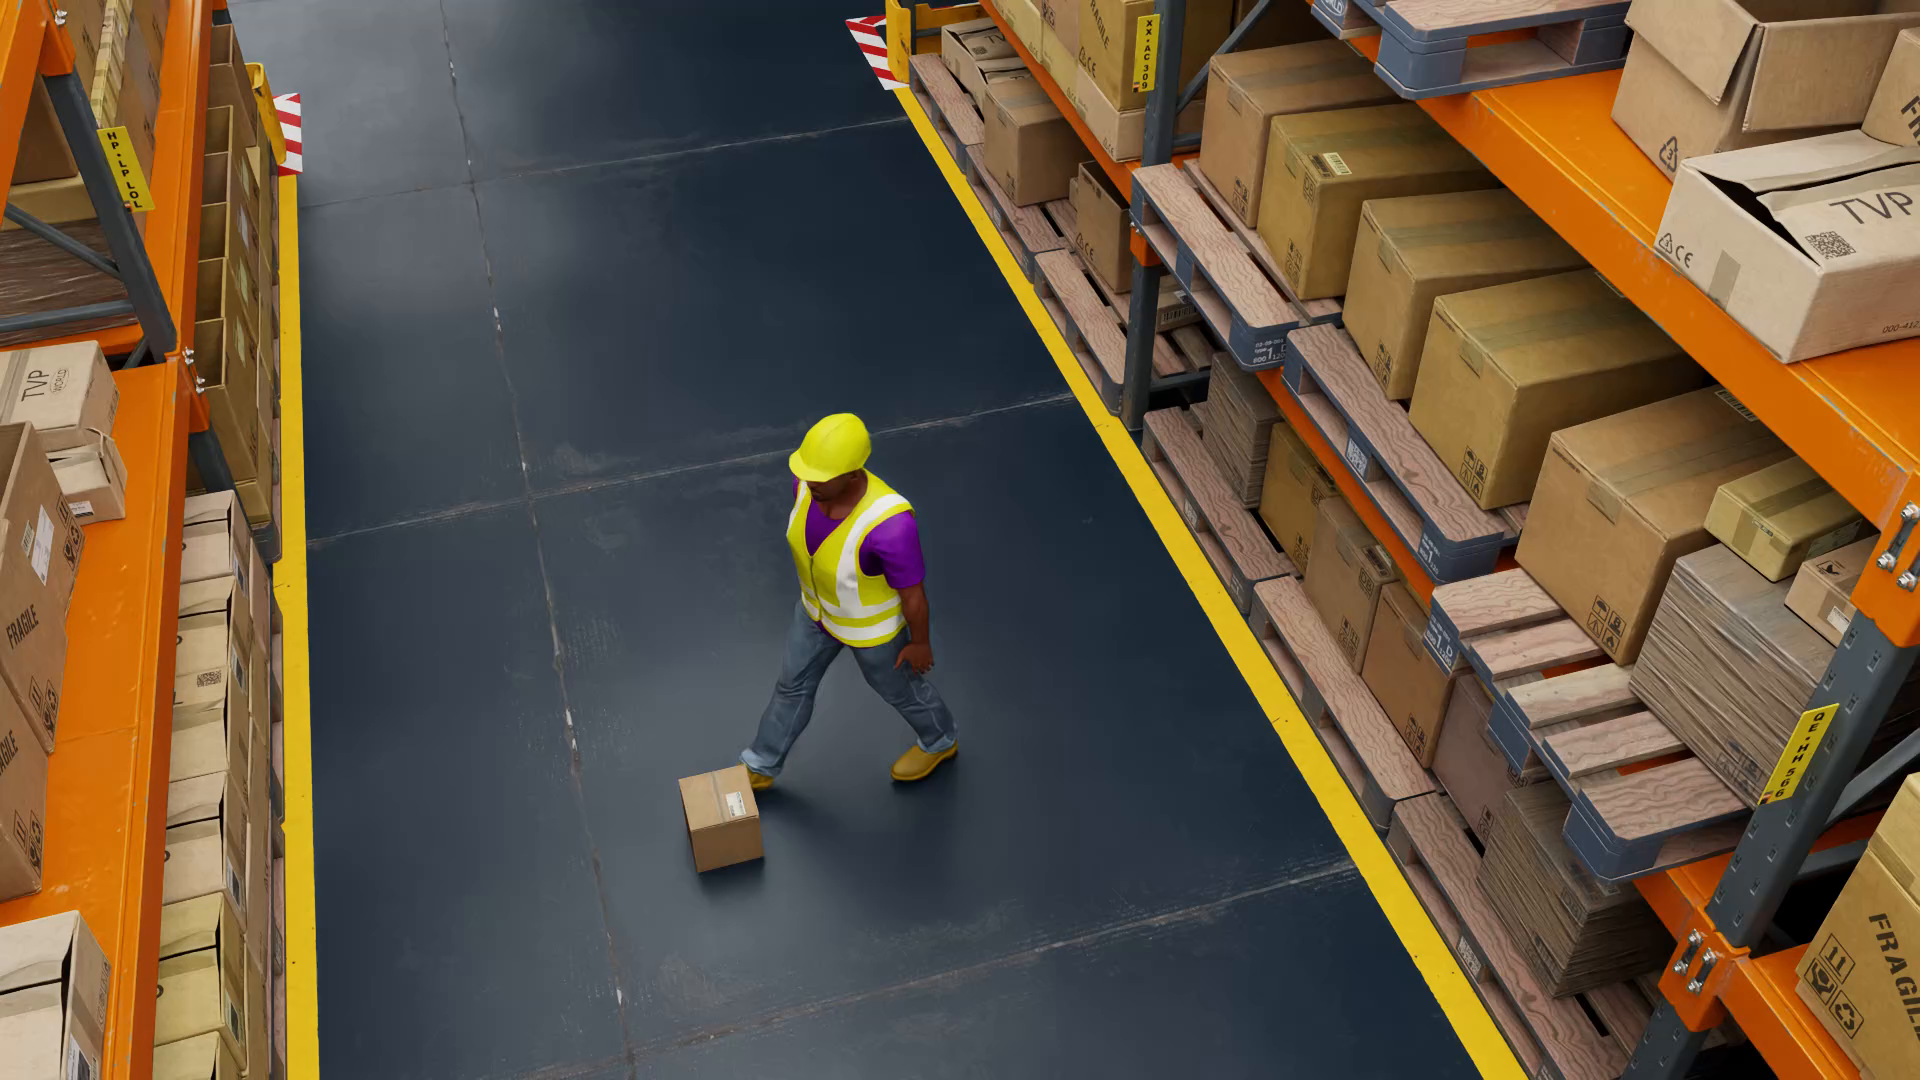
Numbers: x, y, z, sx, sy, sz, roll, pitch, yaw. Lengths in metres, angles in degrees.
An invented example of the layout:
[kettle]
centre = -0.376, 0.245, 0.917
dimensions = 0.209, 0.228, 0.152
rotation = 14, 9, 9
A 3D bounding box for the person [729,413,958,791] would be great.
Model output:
[person]
centre = -0.471, 0.283, 5.824
dimensions = 0.959, 1.721, 0.640
rotation = -30, 50, -29
